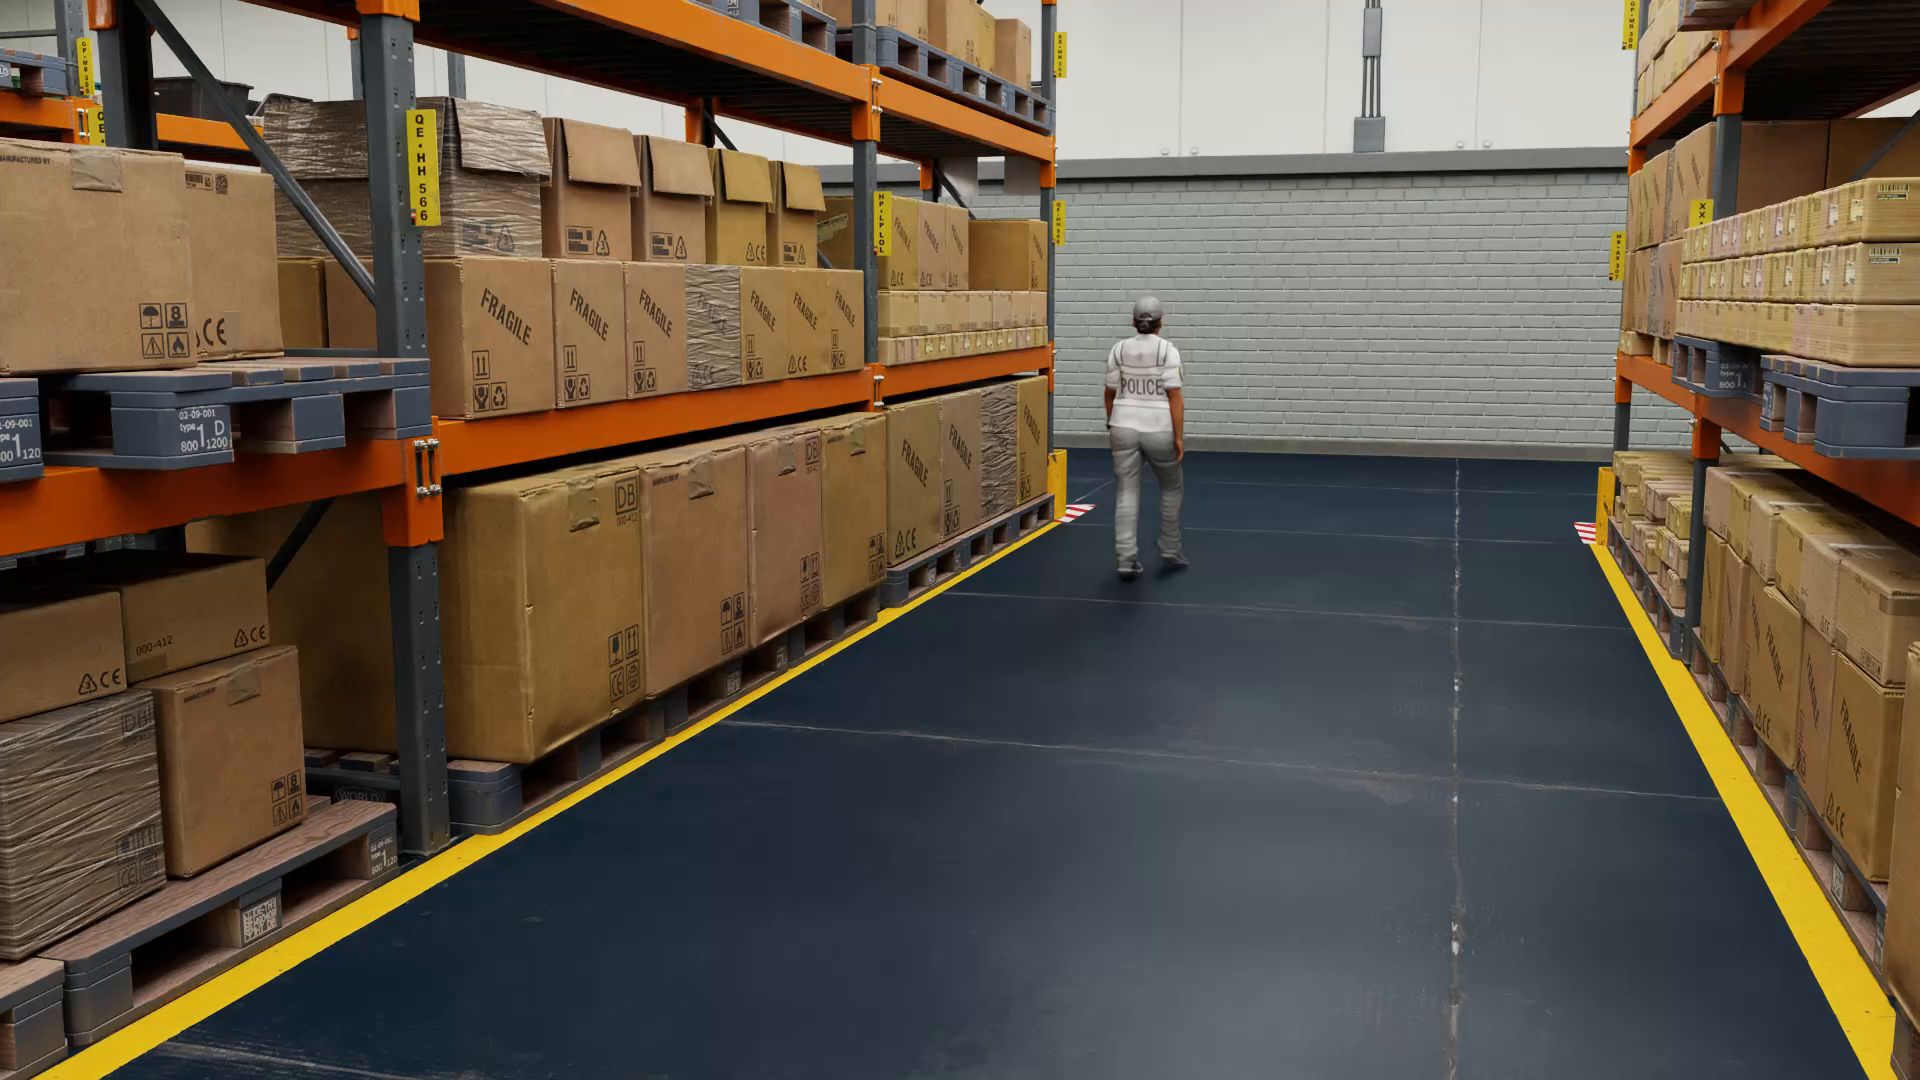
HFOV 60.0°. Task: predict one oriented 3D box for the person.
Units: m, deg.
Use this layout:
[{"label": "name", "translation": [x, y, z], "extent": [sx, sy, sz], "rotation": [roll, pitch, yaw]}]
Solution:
[{"label": "person", "translation": [1.130, -0.619, 10.025], "extent": [0.516, 1.680, 0.787], "rotation": [3, 9, 17]}]
